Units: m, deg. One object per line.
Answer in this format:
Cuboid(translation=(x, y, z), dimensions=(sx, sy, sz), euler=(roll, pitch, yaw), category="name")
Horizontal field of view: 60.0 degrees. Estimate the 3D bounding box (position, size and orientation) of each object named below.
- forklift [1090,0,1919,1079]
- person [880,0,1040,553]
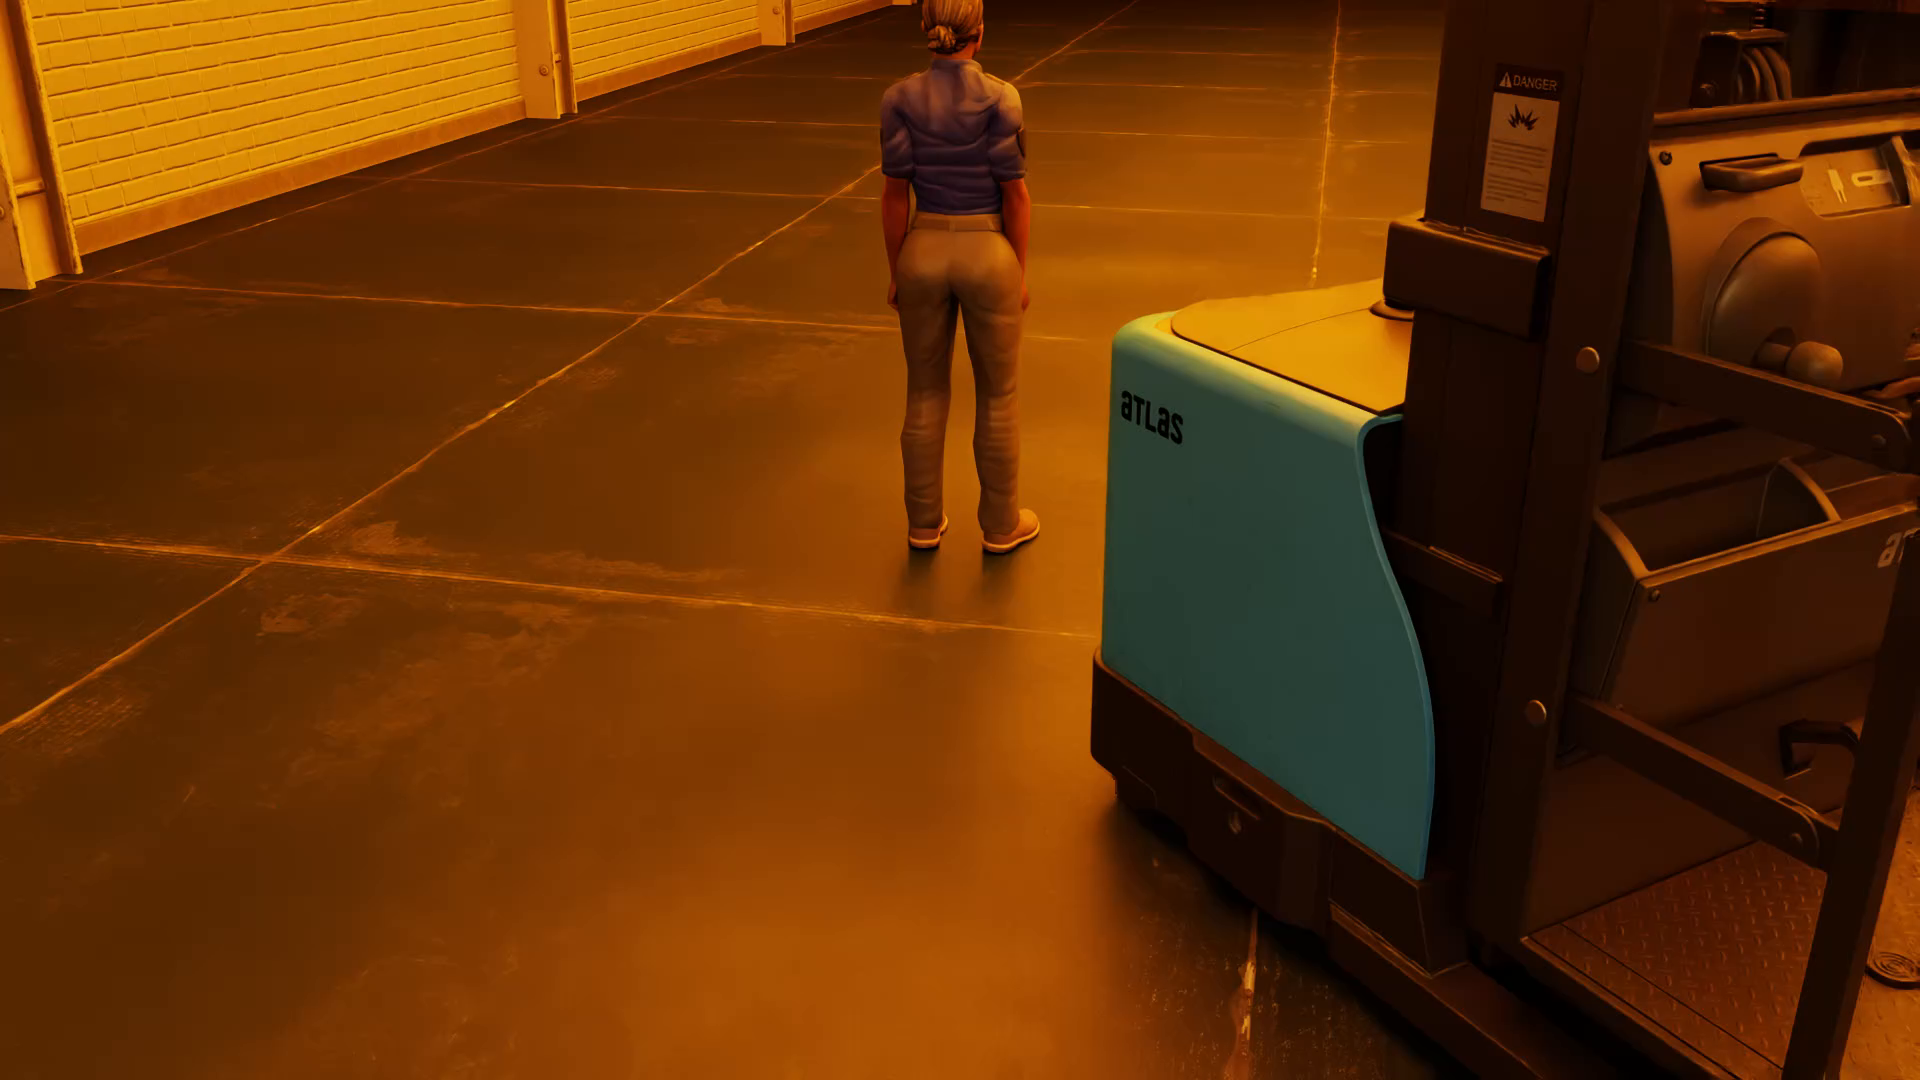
Cuboid(translation=(1.458, -0.424, 2.306), dimensions=(1.130, 2.935, 3.031), euler=(-12, 25, -27), category="forklift")
Cuboid(translation=(0.008, -0.771, 4.850), dimensions=(0.451, 1.660, 0.335), euler=(5, 23, 11), category="person")
